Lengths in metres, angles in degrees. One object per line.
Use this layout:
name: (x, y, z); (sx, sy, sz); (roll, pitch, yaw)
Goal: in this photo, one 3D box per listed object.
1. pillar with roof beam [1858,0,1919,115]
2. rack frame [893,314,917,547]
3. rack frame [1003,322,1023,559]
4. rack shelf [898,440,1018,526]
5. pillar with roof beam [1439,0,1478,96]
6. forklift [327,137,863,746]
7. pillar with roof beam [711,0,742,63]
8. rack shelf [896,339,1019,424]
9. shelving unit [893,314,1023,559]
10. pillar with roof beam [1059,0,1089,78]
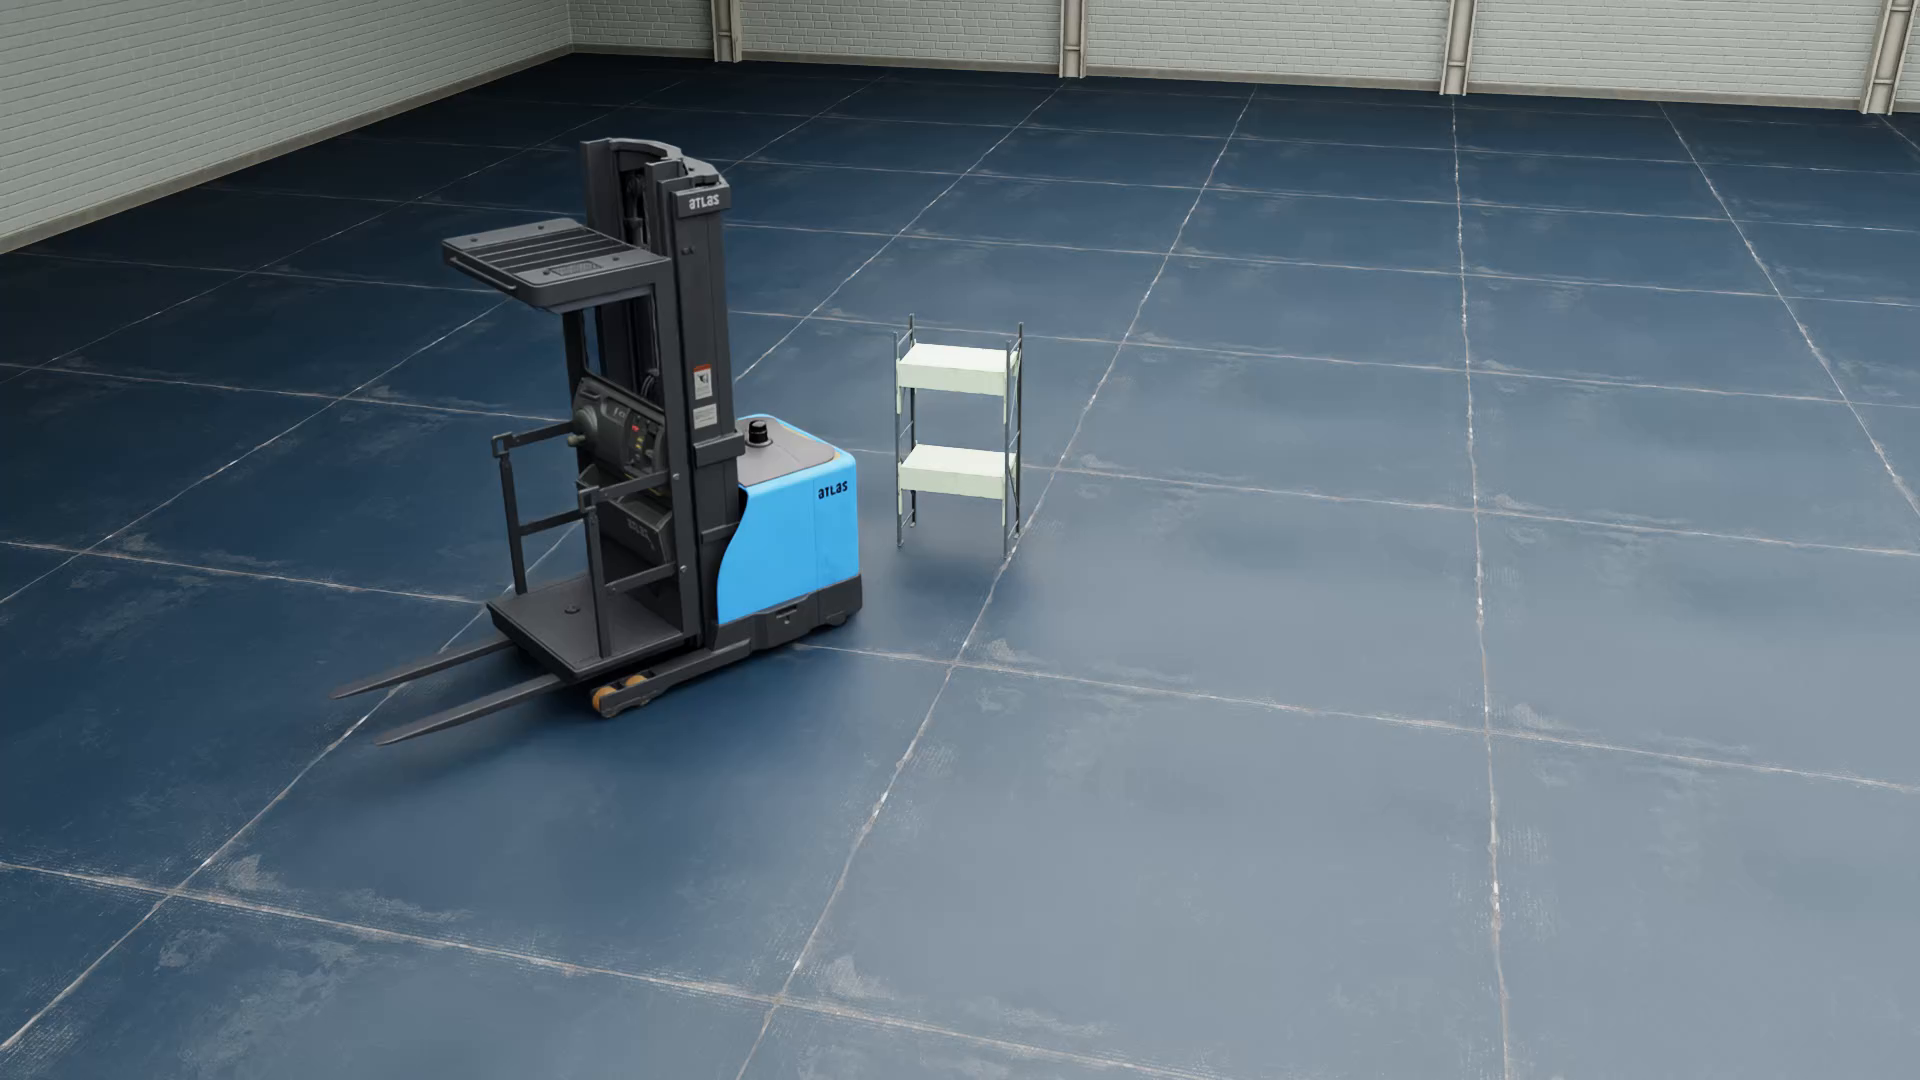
pillar with roof beam: (12.390, -8.568, 18.778); (0.400, 9.000, 9.100); (6, 26, 13)
rack frame: (-0.361, -0.717, 11.011); (0.023, 1.500, 0.400); (6, 26, 13)
rack frame: (0.348, -0.639, 10.847); (0.023, 1.500, 0.400); (6, 26, 13)
rack shelf: (-0.006, -0.384, 11.069); (0.720, 0.370, 0.431); (6, 26, 13)
pillar with roof beam: (6.579, -9.210, 20.128); (0.400, 9.000, 9.100); (6, 26, 13)
forklift: (-2.051, -0.598, 9.097); (3.031, 2.935, 1.130); (-20, 32, -36)
pillar with roof beam: (-5.043, -10.495, 22.826); (0.400, 9.000, 9.100); (6, 26, 13)
rack shelf: (-0.006, -1.030, 10.761); (0.720, 0.370, 0.431); (6, 26, 13)
shelving unit: (-0.006, -0.678, 10.929); (0.755, 1.500, 0.431); (6, 26, 13)
pillar with roof beam: (0.768, -9.853, 21.477); (0.400, 9.000, 9.100); (6, 26, 13)
